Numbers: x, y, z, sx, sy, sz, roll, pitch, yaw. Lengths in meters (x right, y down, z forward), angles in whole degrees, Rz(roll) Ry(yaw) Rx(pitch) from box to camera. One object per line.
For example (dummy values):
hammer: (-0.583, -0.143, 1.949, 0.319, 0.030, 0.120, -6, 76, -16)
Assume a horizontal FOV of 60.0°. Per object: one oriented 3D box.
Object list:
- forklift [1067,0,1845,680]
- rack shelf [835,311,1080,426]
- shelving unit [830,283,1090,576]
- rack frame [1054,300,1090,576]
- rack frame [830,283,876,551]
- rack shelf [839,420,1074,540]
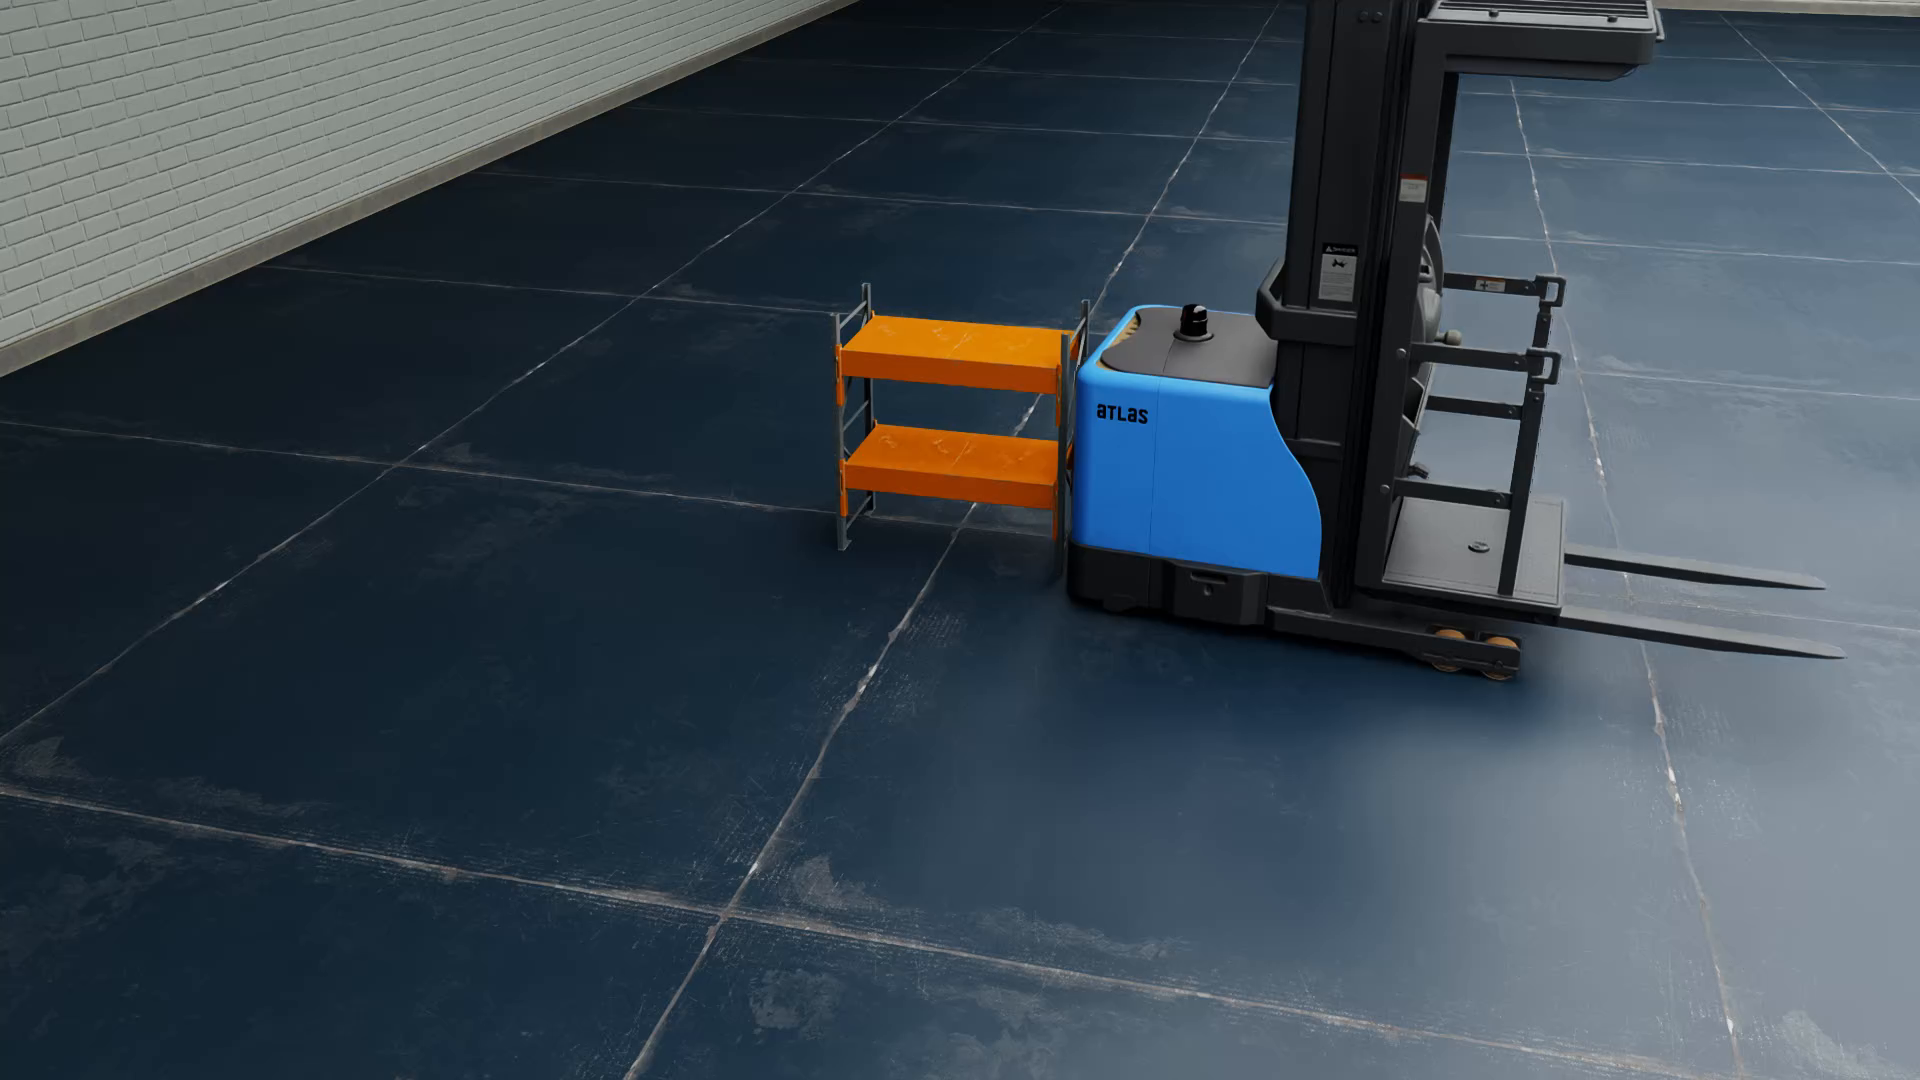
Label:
forklift: (2.033, -1.027, 6.497, 3.031, 2.935, 1.130, 8, 27, 17)
rack shelf: (0.007, -0.771, 7.381, 1.000, 0.278, 0.538, 6, 26, 13)
shelving unit: (0.007, -0.507, 7.507, 1.048, 1.125, 0.538, 6, 26, 13)
rack frame: (0.499, -0.453, 7.392, 0.032, 1.125, 0.500, 6, 26, 13)
rack frame: (-0.486, -0.562, 7.621, 0.032, 1.125, 0.500, 6, 26, 13)
rack shelf: (0.007, -0.286, 7.612, 1.000, 0.278, 0.538, 6, 26, 13)
